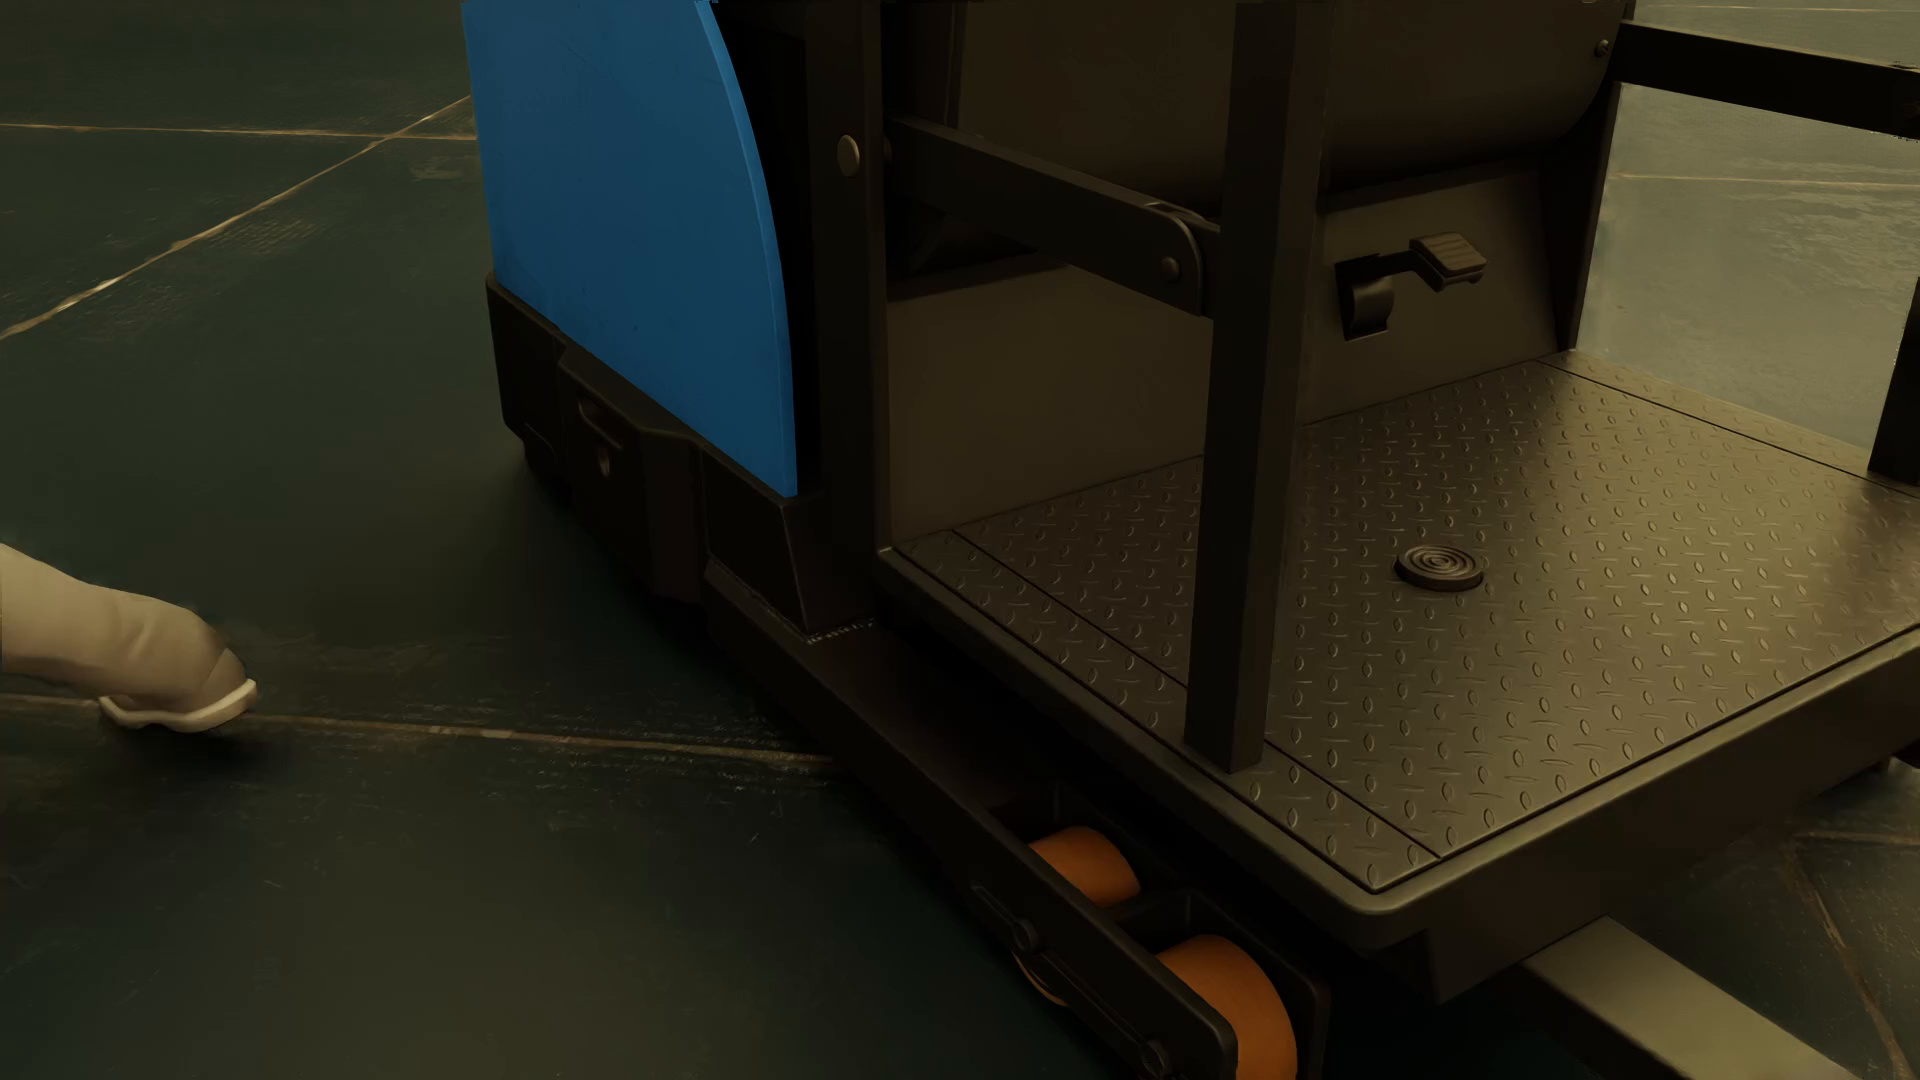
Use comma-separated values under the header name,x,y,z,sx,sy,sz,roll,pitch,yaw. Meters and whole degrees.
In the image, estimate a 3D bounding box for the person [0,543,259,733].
name,x,y,z,sx,sy,sz,roll,pitch,yaw
person,-1.358,-0.347,1.577,0.909,1.425,0.907,11,28,20

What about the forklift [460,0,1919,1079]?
name,x,y,z,sx,sy,sz,roll,pitch,yaw
forklift,0.478,-1.036,1.294,1.130,2.935,3.031,-16,31,-30
